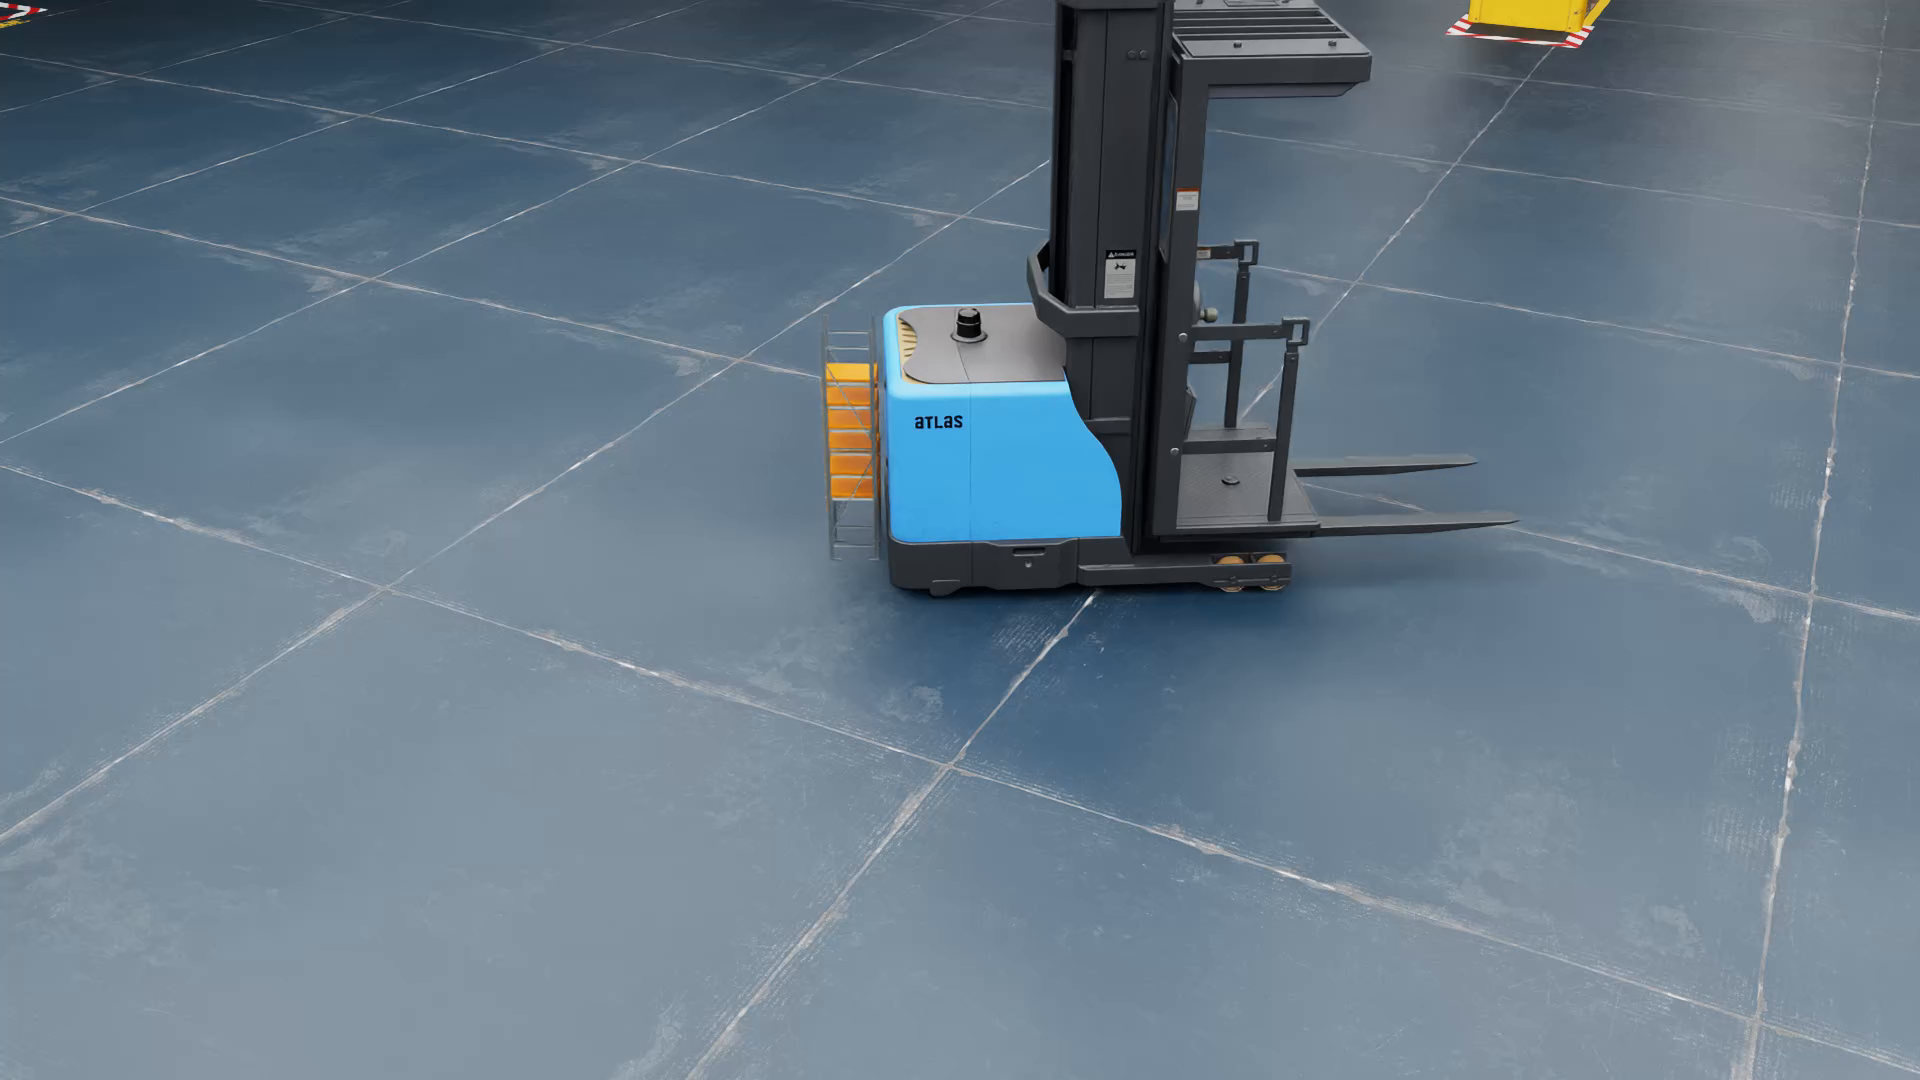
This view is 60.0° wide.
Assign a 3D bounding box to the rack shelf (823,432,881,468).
[{"bbox_3d":[-0.510,-0.428,7.879,0.258,0.103,0.180,1,30,1],"label":"rack shelf"}]

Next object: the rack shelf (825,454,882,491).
[{"bbox_3d":[-0.509,-0.324,7.939,0.258,0.103,0.180,1,30,1],"label":"rack shelf"}]

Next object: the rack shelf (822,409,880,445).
[{"bbox_3d":[-0.510,-0.532,7.820,0.258,0.103,0.180,1,30,1],"label":"rack shelf"}]

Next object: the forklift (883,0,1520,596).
[{"bbox_3d":[1.155,-1.288,7.550,3.031,2.935,1.130,-2,30,-3],"label":"forklift"}]

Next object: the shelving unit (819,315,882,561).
[{"bbox_3d":[-0.510,-0.467,7.857,0.258,1.200,0.189,1,30,1],"label":"shelving unit"}]

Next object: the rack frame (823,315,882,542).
[{"bbox_3d":[-0.507,-0.512,7.937,0.240,1.200,0.006,1,30,1],"label":"rack frame"}]

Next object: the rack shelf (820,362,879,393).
[{"bbox_3d":[-0.510,-0.740,7.700,0.258,0.103,0.180,1,30,1],"label":"rack shelf"}]

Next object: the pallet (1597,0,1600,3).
[{"bbox_3d":[7.055,-6.552,19.447,1.003,0.211,1.213,14,33,23],"label":"pallet"}]

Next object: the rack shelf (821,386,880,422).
[{"bbox_3d":[-0.510,-0.636,7.760,0.258,0.103,0.180,1,30,1],"label":"rack shelf"}]

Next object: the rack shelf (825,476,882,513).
[{"bbox_3d":[-0.509,-0.220,7.999,0.258,0.103,0.180,1,30,1],"label":"rack shelf"}]

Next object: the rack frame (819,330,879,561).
[{"bbox_3d":[-0.512,-0.421,7.778,0.240,1.200,0.006,1,30,1],"label":"rack frame"}]

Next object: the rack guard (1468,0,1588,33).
[{"bbox_3d":[6.096,-5.786,17.824,1.175,0.500,0.348,14,33,23],"label":"rack guard"}]

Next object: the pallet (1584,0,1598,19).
[{"bbox_3d":[6.498,-6.013,18.509,1.003,0.211,1.213,14,33,23],"label":"pallet"}]
